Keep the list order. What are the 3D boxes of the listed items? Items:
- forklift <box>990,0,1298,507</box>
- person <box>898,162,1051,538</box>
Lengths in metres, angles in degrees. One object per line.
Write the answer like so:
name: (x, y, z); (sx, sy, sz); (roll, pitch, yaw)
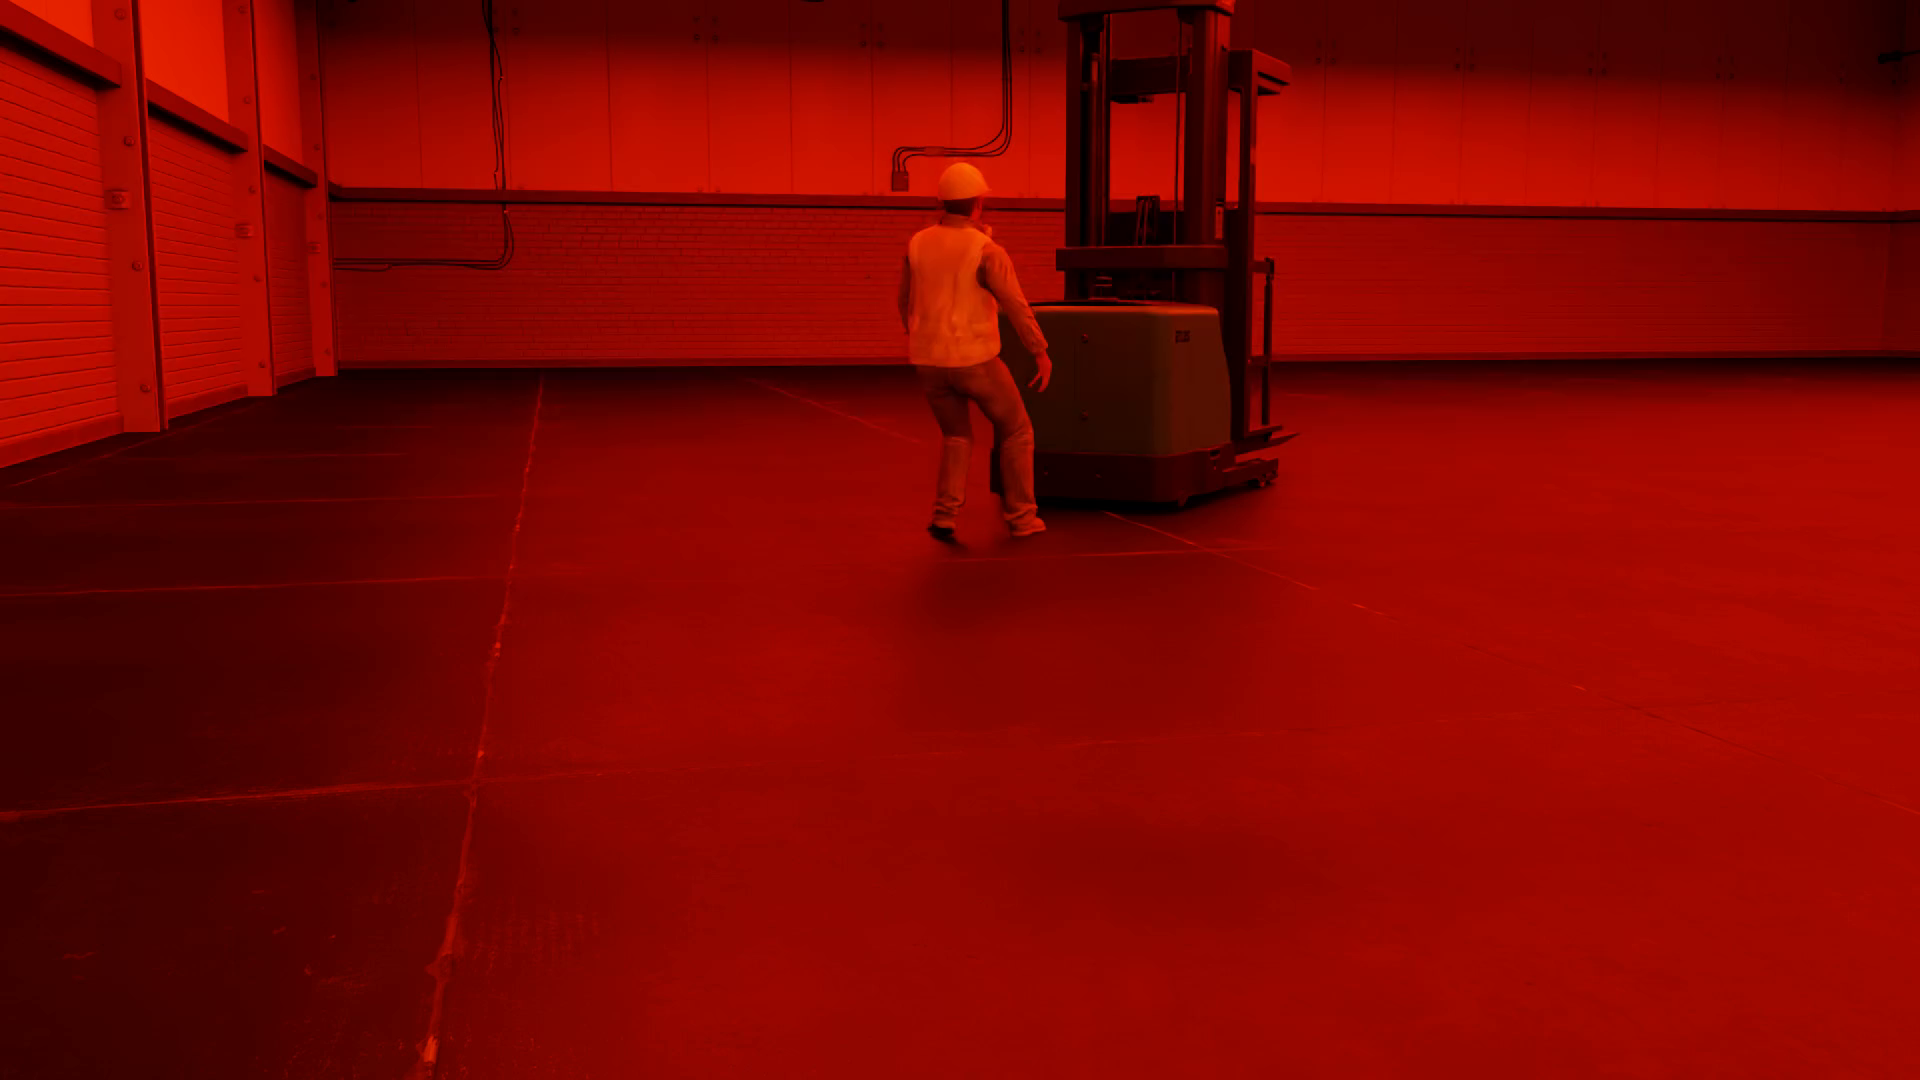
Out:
forklift: (1.290, -1.789, 9.909); (1.130, 2.935, 3.031); (4, 9, 27)
person: (0.106, -0.867, 7.727); (0.717, 1.718, 0.634); (5, 10, 33)
